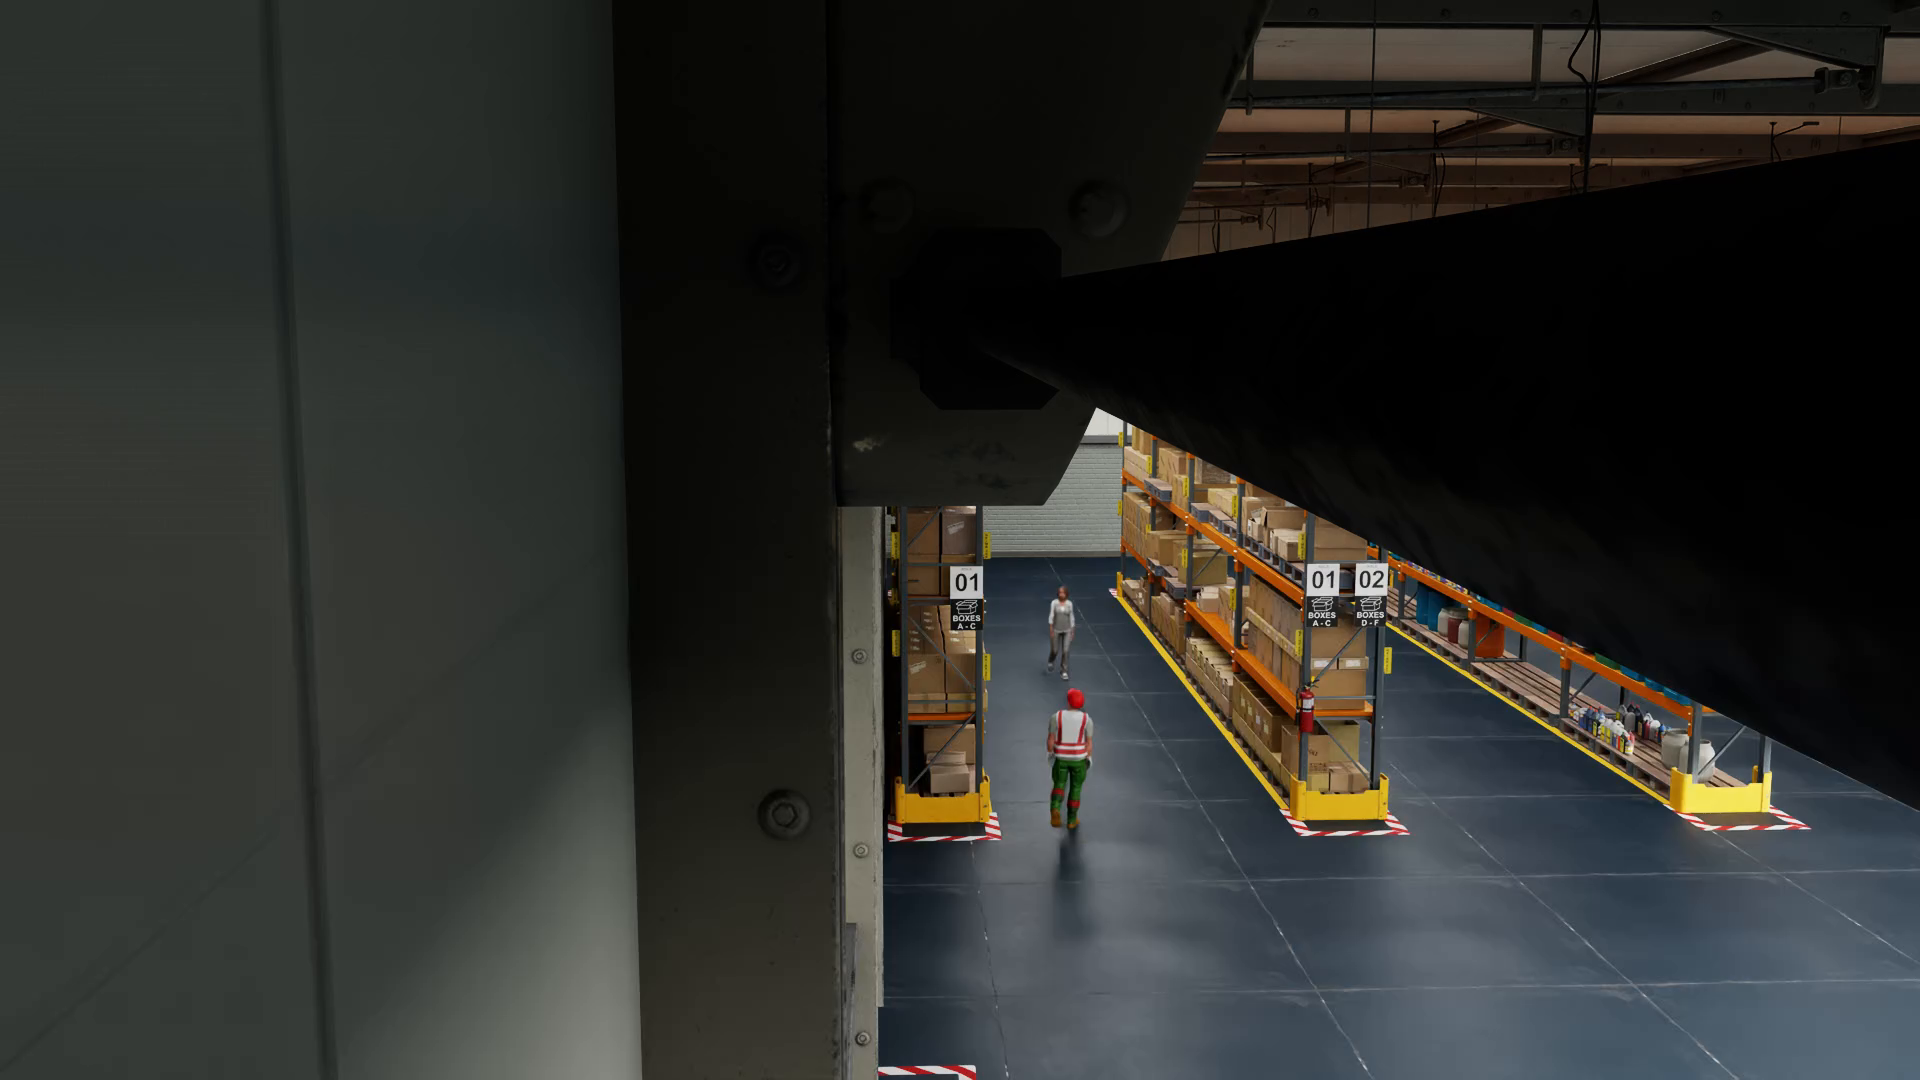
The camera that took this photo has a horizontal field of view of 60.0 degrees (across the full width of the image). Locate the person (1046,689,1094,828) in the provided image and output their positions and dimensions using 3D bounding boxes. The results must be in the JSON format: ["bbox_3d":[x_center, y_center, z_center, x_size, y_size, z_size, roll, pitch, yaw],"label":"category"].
[{"bbox_3d":[1.313,2.646,20.067,0.580,1.748,0.683,3,8,19],"label":"person"}]

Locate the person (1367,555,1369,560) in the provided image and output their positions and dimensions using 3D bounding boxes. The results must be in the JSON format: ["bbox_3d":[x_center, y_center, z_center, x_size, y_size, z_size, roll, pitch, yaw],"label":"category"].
[{"bbox_3d":[9.323,0.130,38.385,0.504,1.675,0.487,-2,8,-16],"label":"person"}]

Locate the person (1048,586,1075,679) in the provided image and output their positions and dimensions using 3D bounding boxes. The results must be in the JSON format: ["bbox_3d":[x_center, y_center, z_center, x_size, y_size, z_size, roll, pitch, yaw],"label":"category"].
[{"bbox_3d":[1.729,1.576,28.355,0.432,1.557,0.516,-1,8,-8],"label":"person"}]
